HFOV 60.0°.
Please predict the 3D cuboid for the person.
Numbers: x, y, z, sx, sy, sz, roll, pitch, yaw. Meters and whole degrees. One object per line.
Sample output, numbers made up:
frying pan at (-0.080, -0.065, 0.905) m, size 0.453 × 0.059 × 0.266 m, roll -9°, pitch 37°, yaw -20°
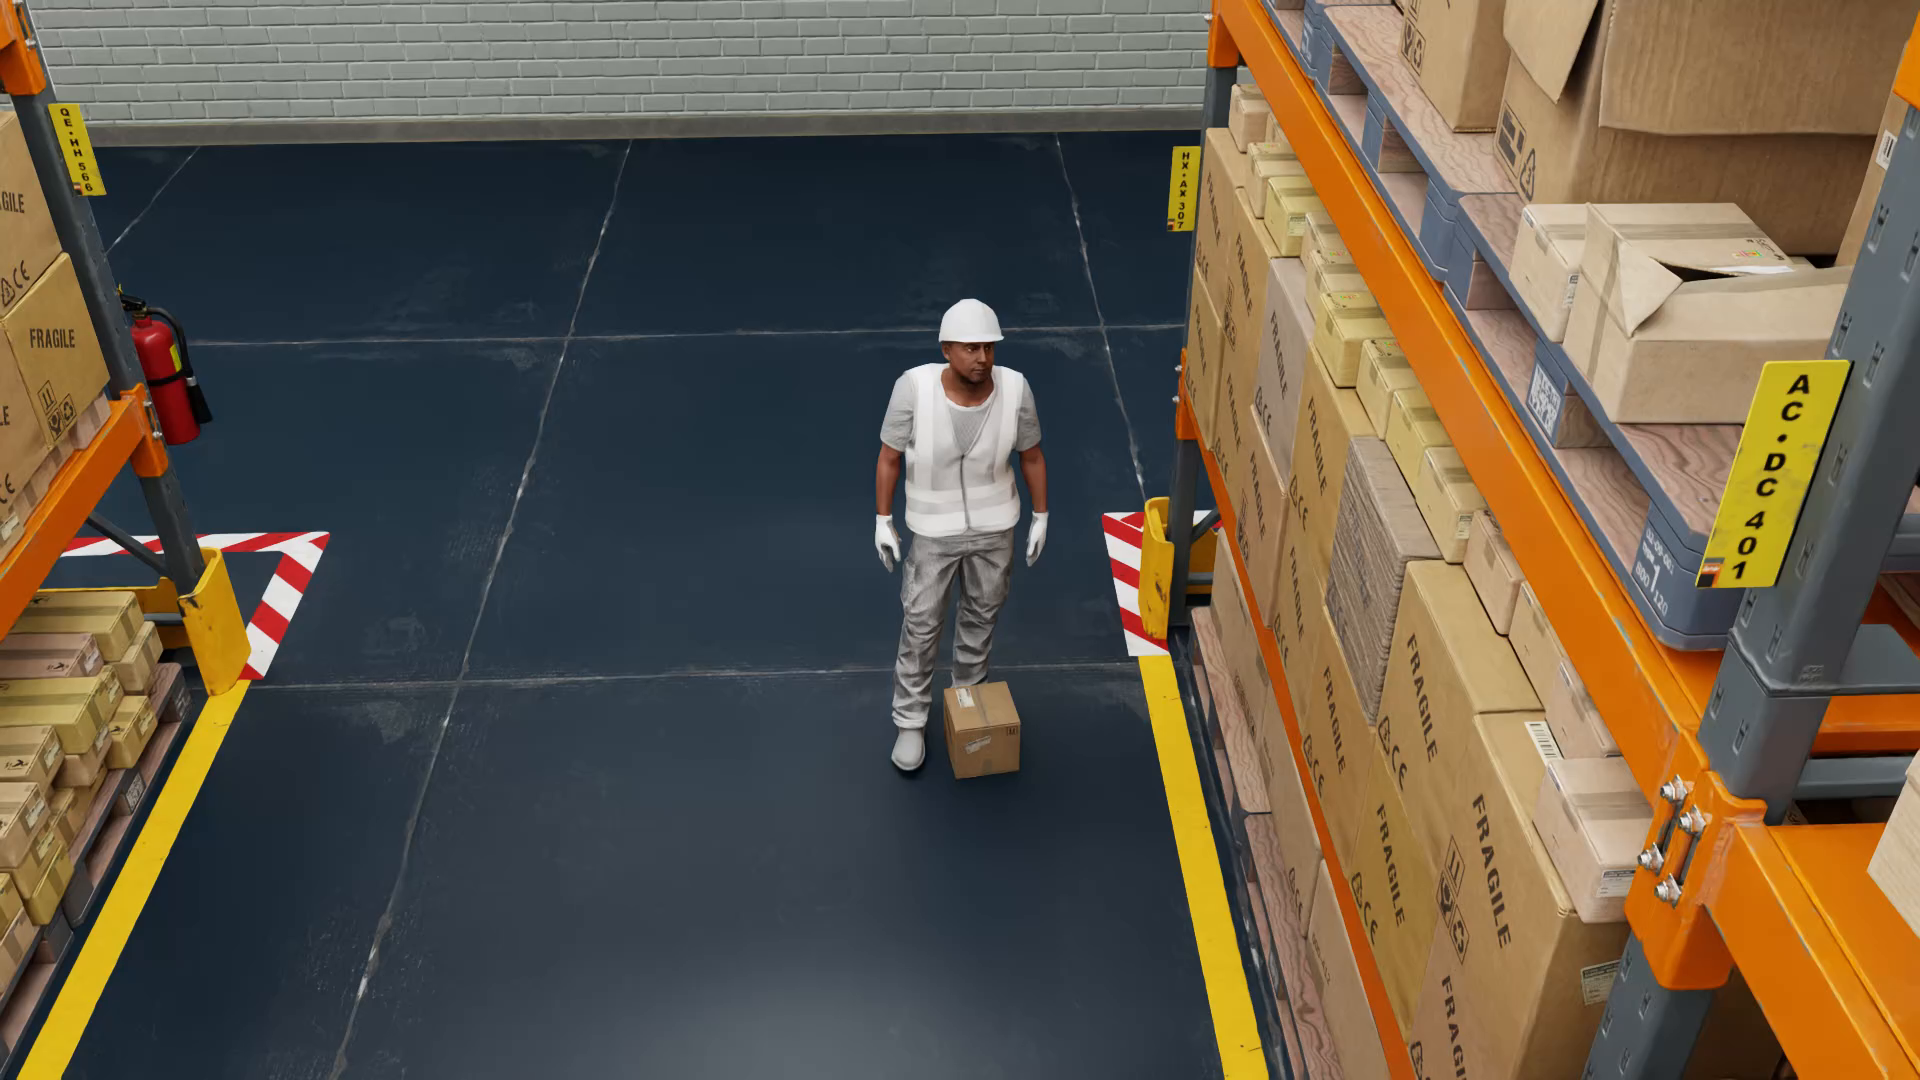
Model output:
person at (0.017, -0.011, 6.128) m, size 0.655 × 1.785 × 0.575 m, roll -6°, pitch 35°, yaw -8°
